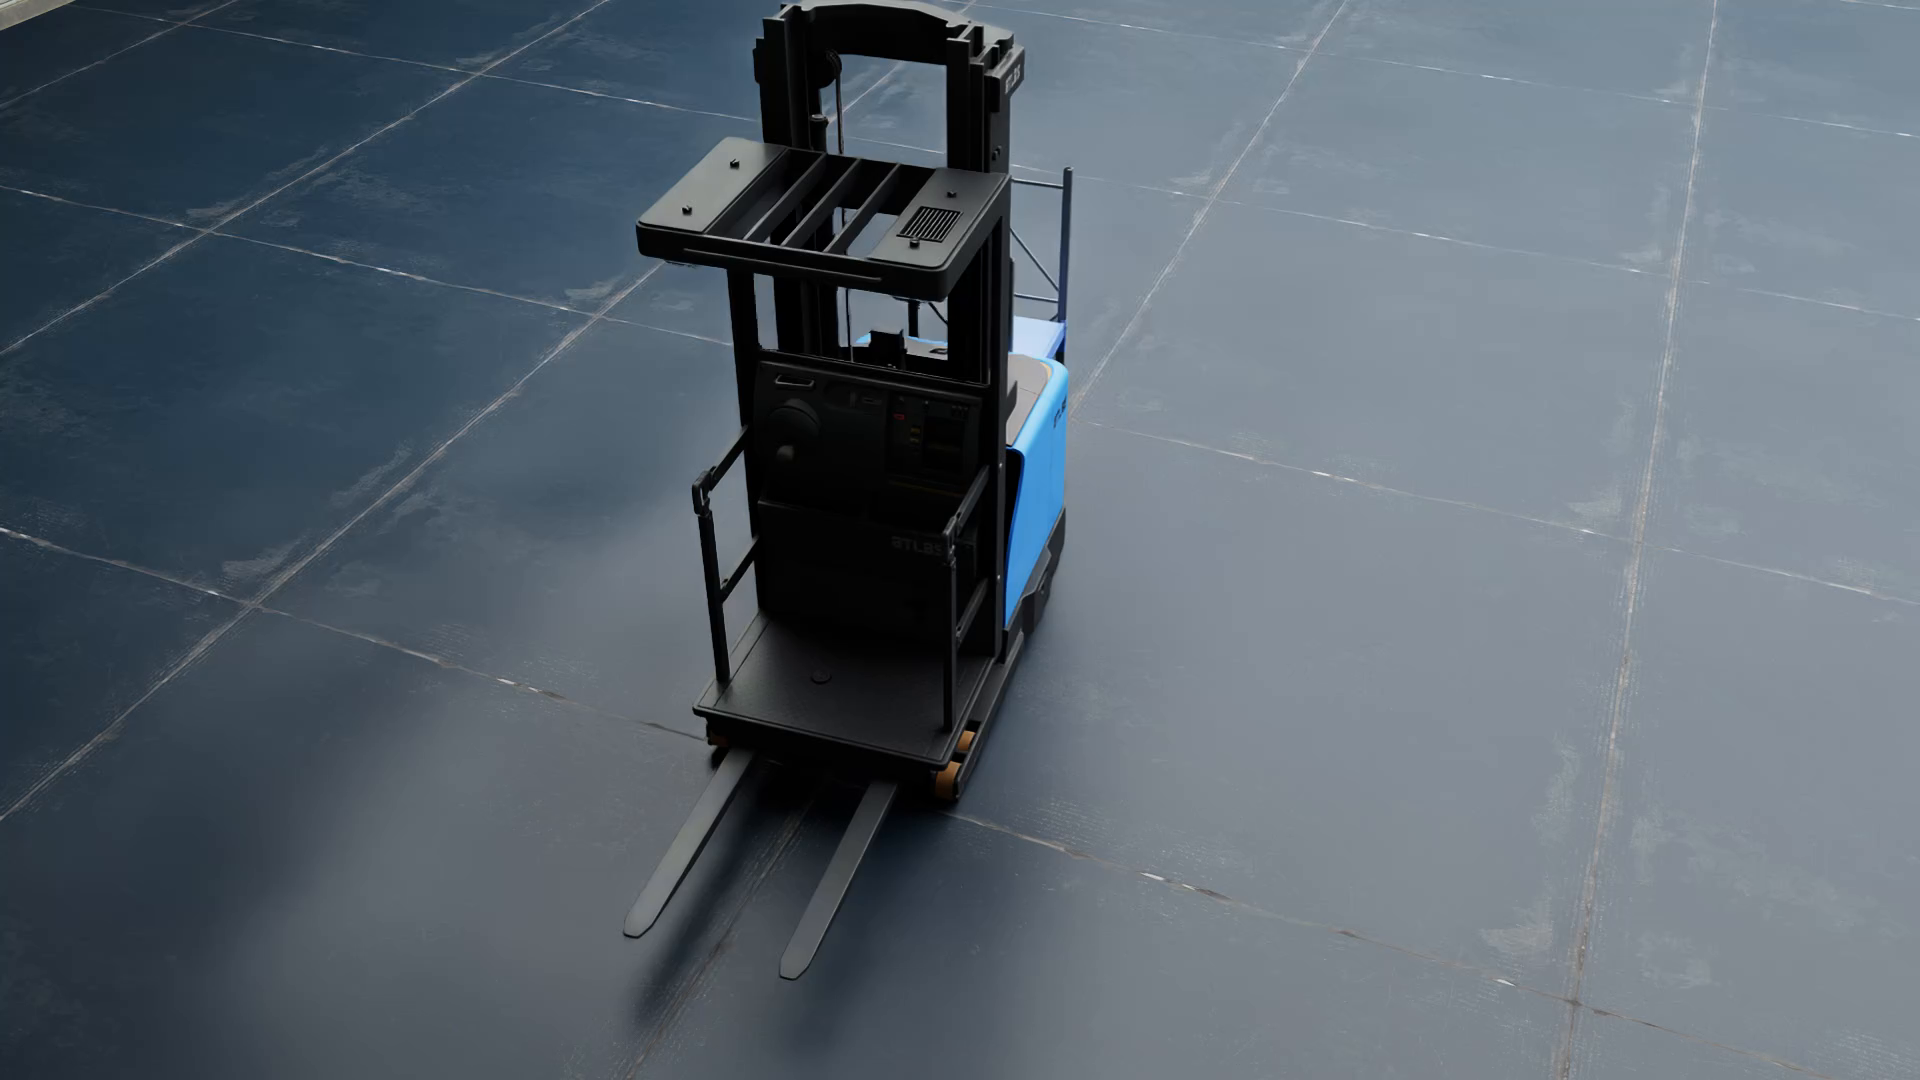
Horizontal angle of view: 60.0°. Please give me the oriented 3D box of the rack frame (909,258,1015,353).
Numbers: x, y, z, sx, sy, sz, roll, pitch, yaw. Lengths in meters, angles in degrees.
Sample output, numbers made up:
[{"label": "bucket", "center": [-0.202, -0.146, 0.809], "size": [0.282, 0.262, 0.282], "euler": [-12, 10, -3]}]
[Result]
[{"label": "rack frame", "center": [0.004, -0.693, 7.925], "size": [0.500, 1.500, 0.032], "euler": [11, 38, 14]}]

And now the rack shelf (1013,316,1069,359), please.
[{"label": "rack shelf", "center": [0.161, -0.839, 8.420], "size": [0.538, 0.185, 1.000], "euler": [11, 38, 14]}]

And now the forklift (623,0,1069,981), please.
[{"label": "forklift", "center": [-0.430, -0.378, 6.308], "size": [1.130, 2.935, 3.031], "euler": [11, 38, 14]}]

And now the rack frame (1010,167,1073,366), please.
[{"label": "rack frame", "center": [0.317, -1.272, 8.699], "size": [0.500, 1.500, 0.032], "euler": [11, 38, 14]}]

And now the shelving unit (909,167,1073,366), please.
[{"label": "shelving unit", "center": [0.161, -0.983, 8.312], "size": [0.538, 1.500, 1.048], "euler": [11, 38, 14]}]
